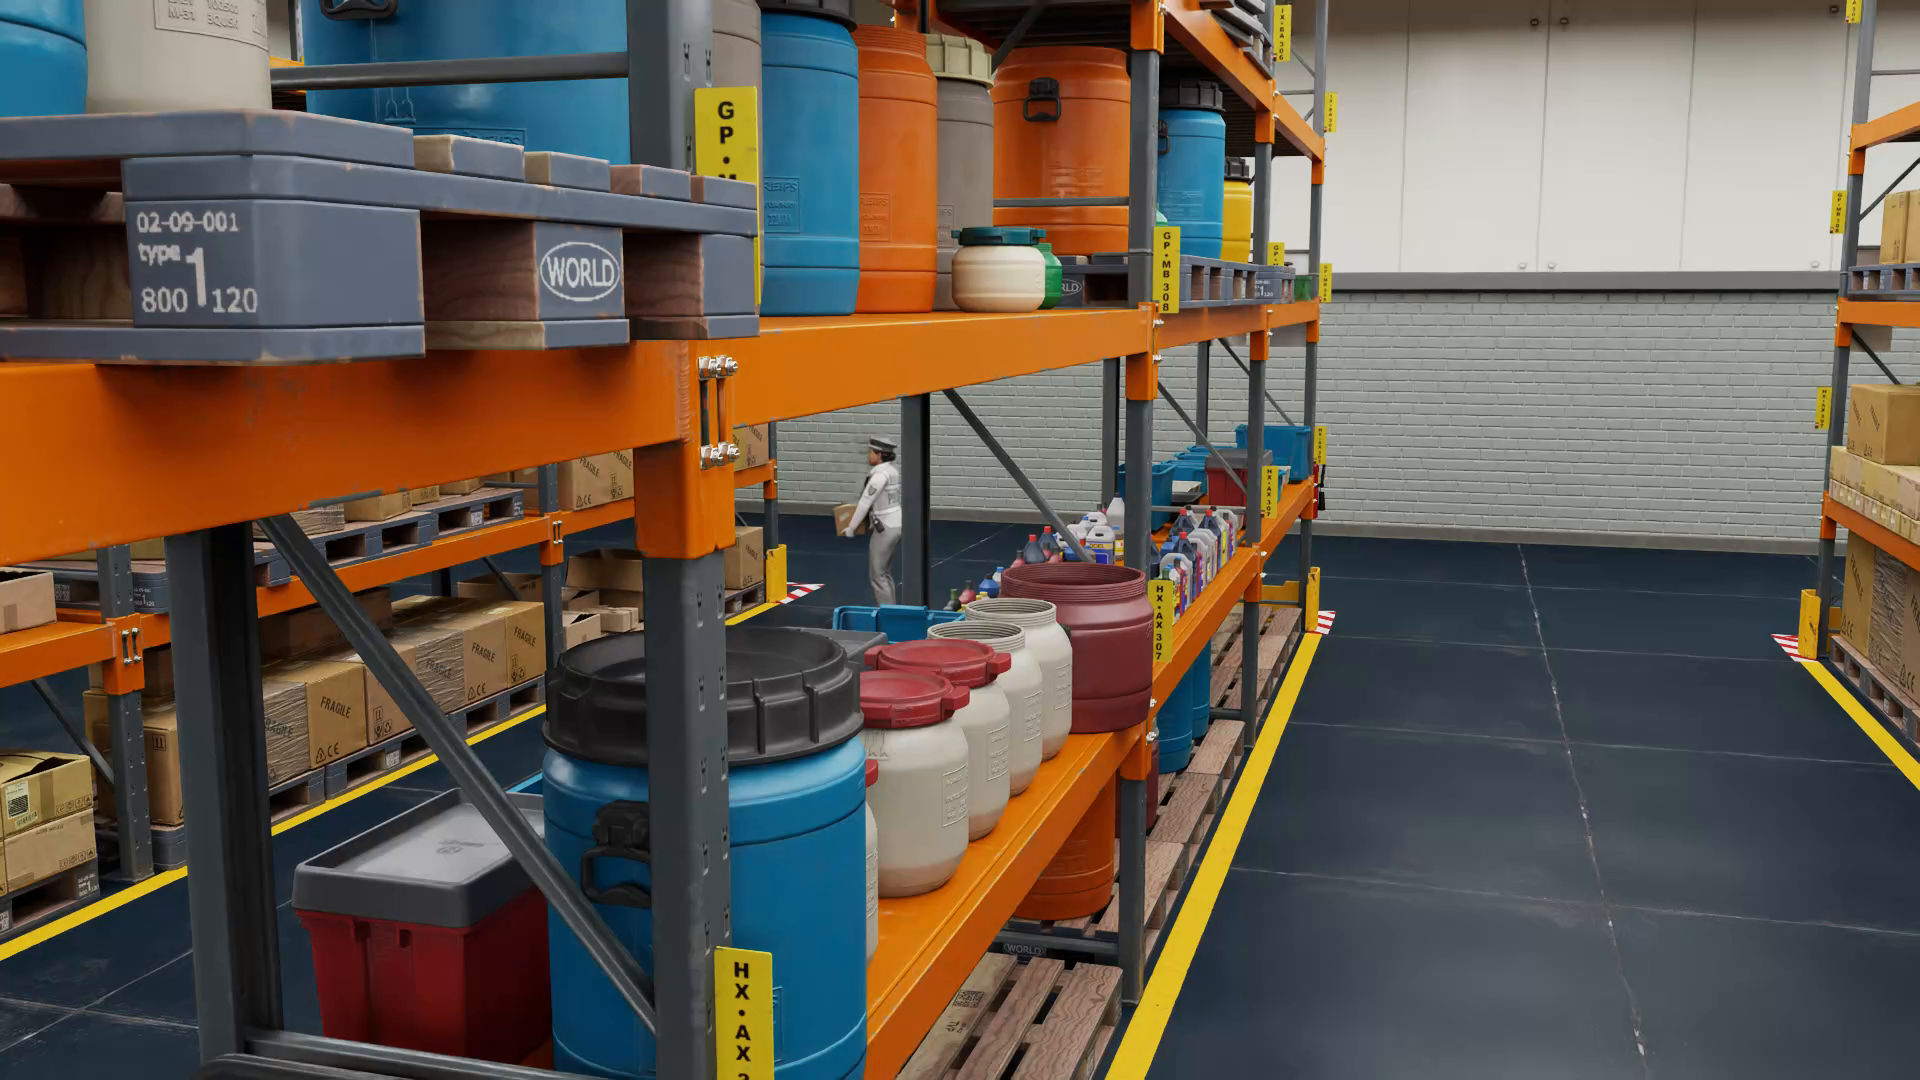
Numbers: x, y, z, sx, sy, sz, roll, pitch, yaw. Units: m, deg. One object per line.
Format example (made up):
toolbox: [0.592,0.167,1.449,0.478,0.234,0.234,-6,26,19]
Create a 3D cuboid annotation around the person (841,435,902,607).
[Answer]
person: [-0.729,-0.062,14.225,0.528,1.682,0.416,2,9,15]
